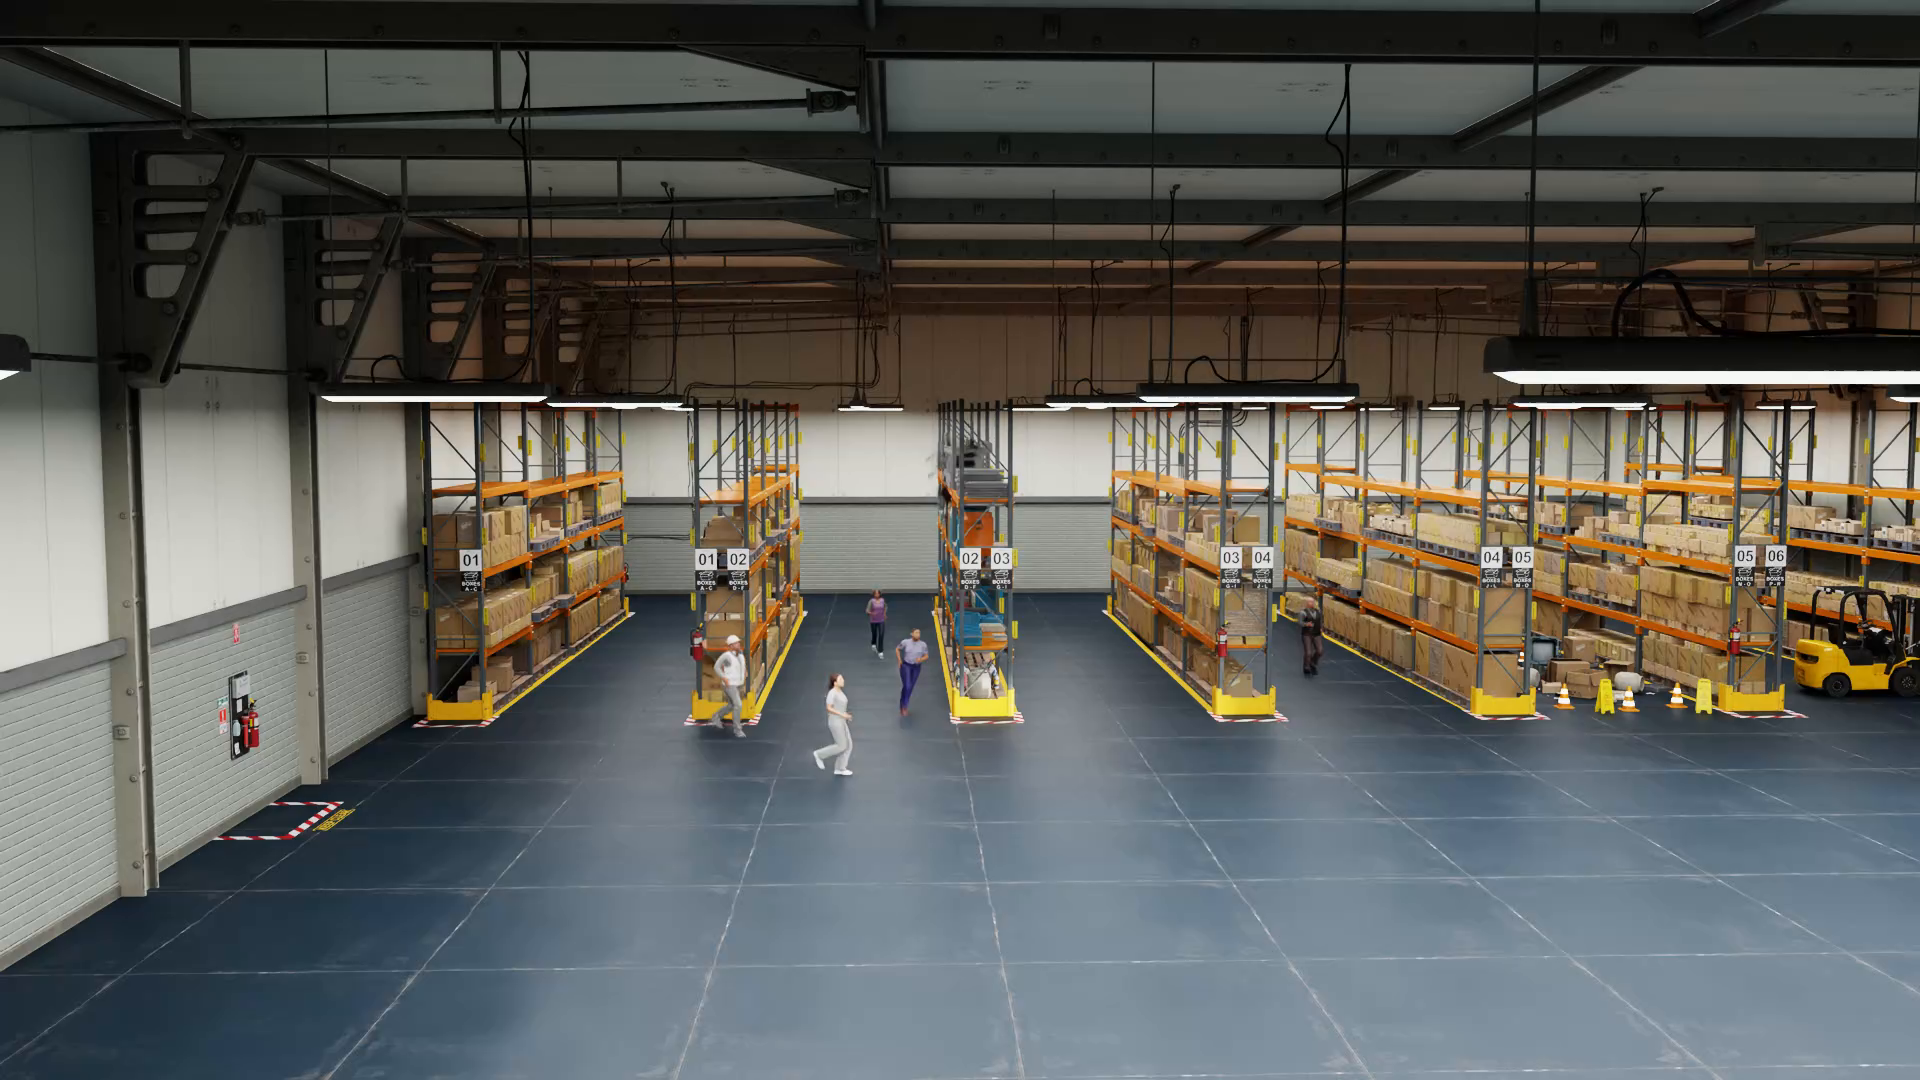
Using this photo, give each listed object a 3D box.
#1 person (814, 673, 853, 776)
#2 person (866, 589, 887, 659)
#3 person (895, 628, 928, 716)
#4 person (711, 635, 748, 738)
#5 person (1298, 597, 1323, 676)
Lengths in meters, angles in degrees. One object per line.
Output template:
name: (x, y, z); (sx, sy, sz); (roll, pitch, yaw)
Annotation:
person: (-1.987, 2.906, 26.351); (0.639, 1.628, 0.563); (1, 4, 13)
person: (-1.953, 1.956, 39.177); (0.538, 1.580, 0.873); (-1, 4, -12)
person: (-0.920, 2.514, 31.839); (0.605, 1.687, 0.663); (-2, 5, -21)
person: (-4.094, 2.589, 29.688); (0.837, 1.807, 0.666); (2, 5, 27)
person: (7.695, 2.154, 36.304); (0.639, 1.649, 0.651); (-1, 4, -10)
